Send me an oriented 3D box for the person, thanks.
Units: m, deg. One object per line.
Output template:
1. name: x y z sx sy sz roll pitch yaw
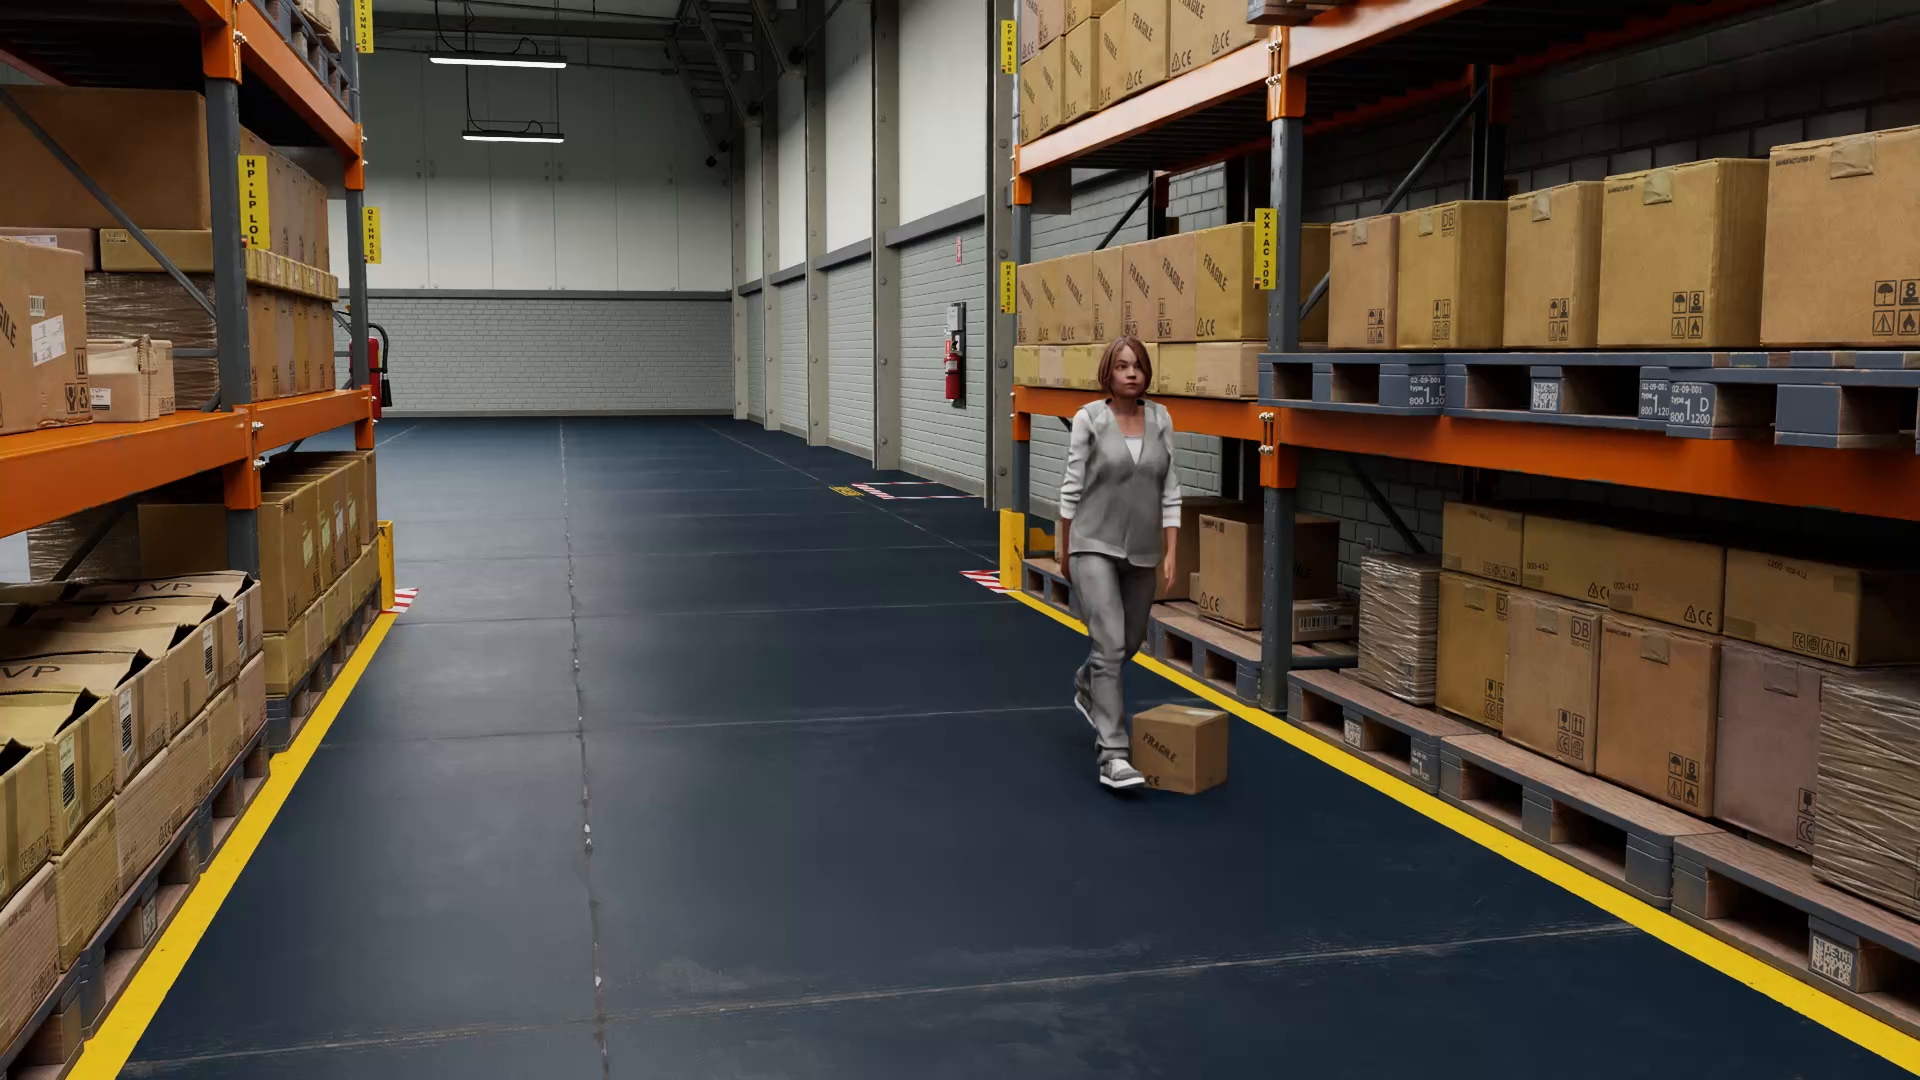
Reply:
1. person: 0.549 0.048 5.971 0.405 1.554 0.912 -2 7 -19
